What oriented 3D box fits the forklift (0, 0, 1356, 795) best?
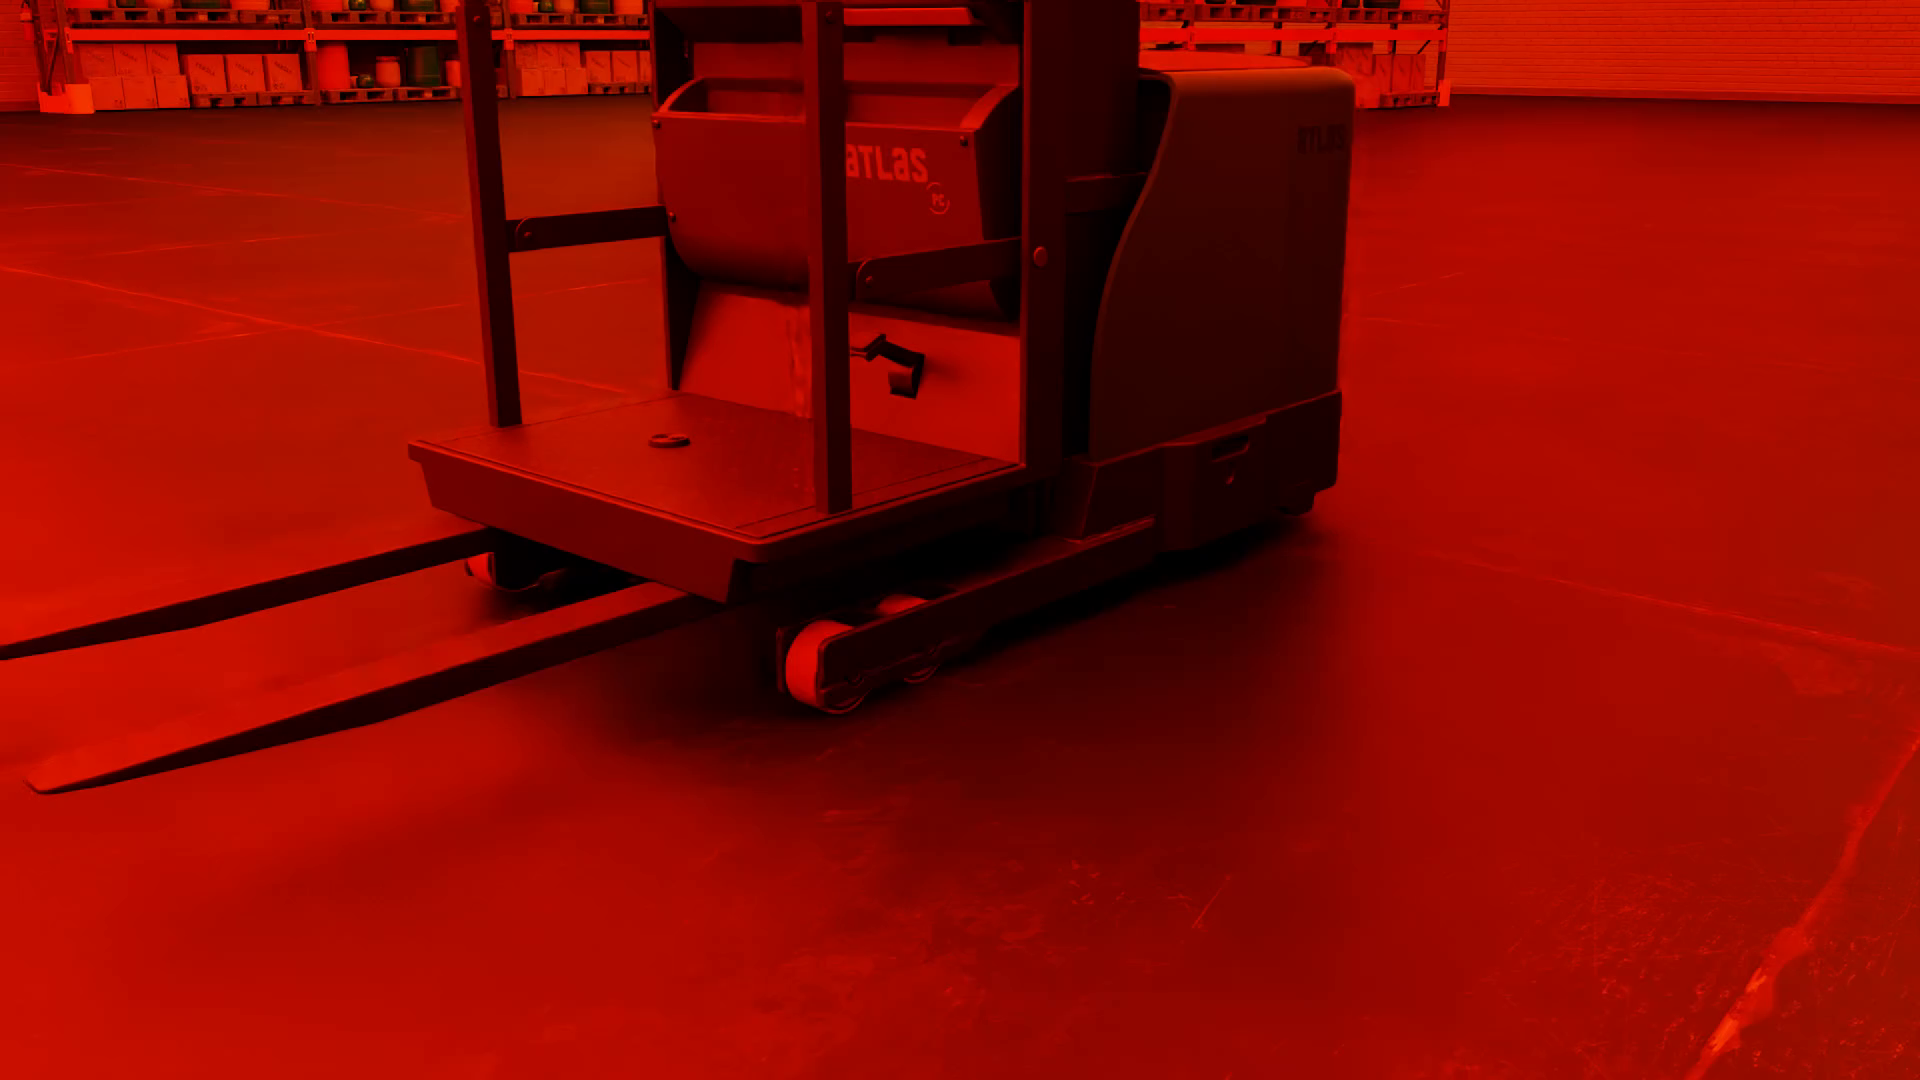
[{"bbox_3d":[-0.411,-1.261,3.049,1.130,2.935,3.031,15,22,40],"label":"forklift"}]
